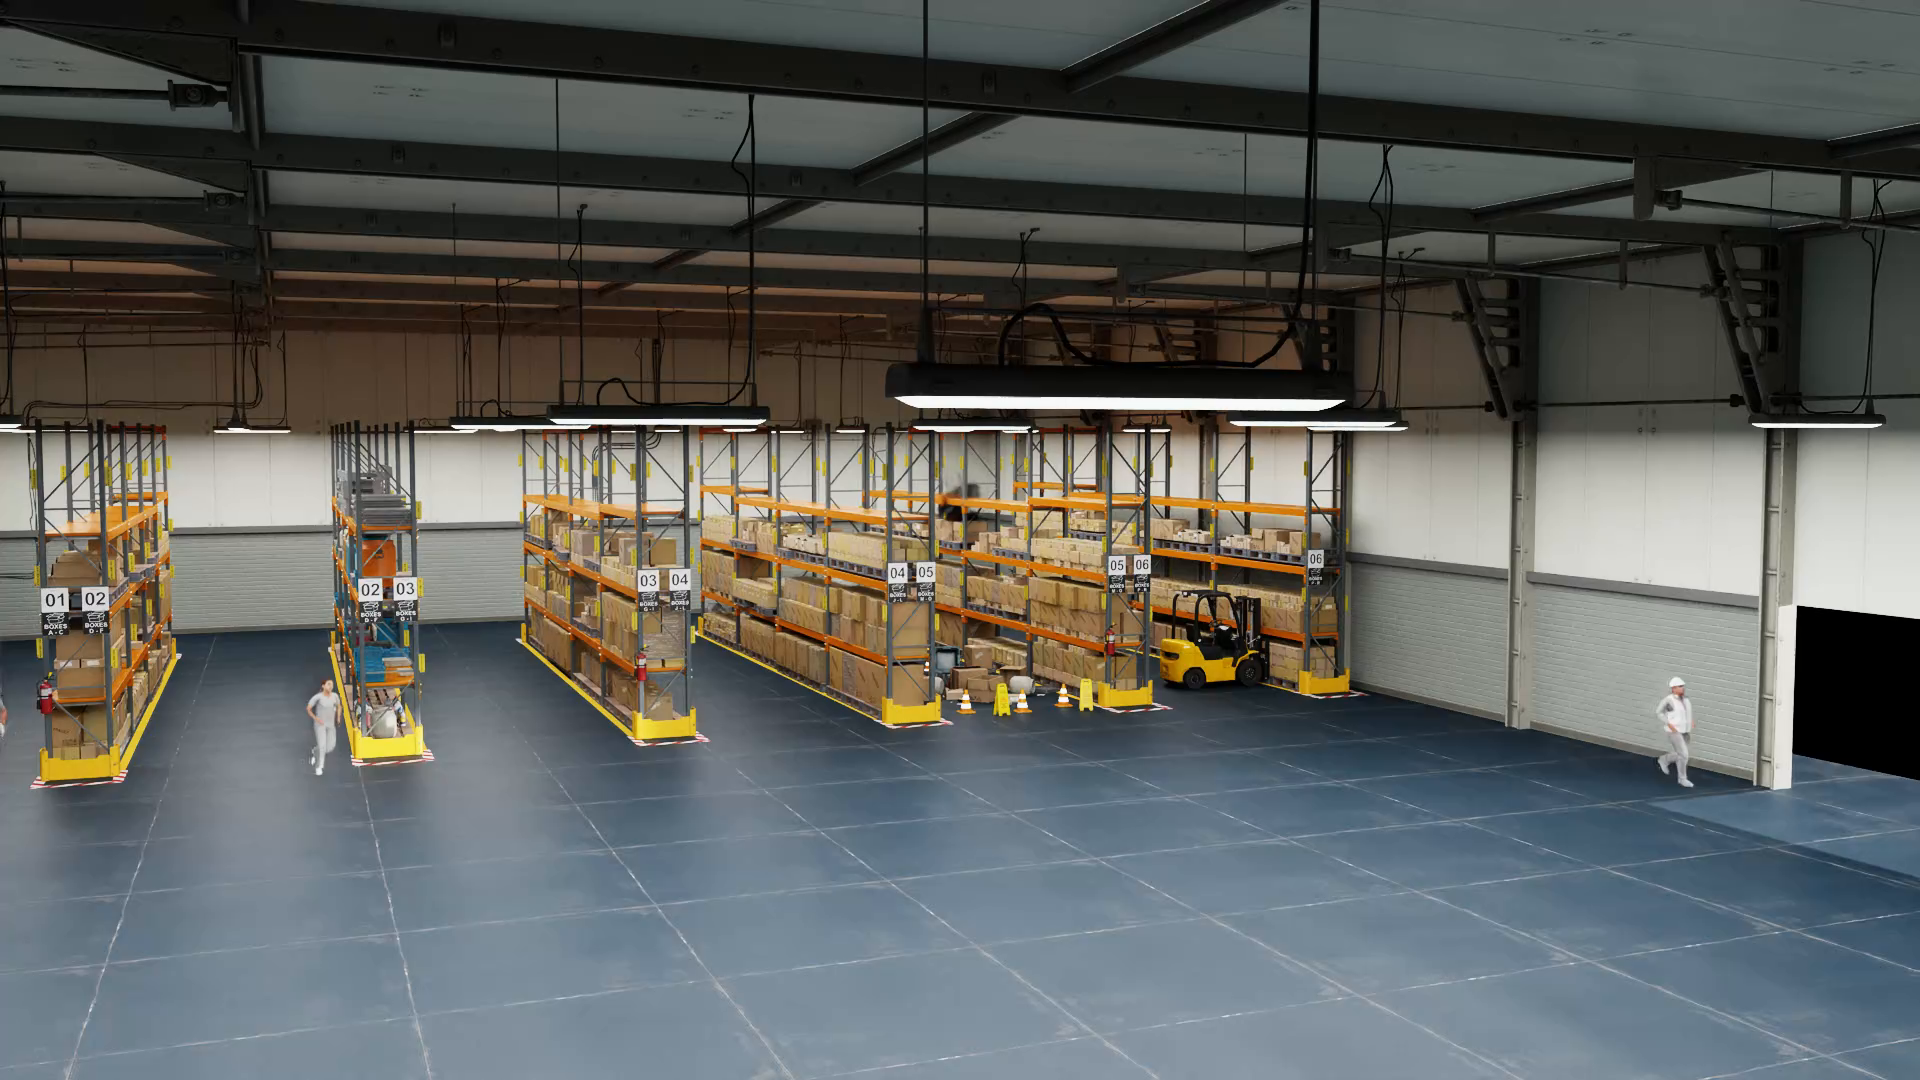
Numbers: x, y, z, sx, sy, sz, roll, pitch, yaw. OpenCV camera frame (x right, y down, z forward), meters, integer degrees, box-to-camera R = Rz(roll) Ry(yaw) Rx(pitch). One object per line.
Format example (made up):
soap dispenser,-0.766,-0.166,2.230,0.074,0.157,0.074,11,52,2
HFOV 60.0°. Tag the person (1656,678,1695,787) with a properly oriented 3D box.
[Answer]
person,11.781,3.136,27.387,0.672,1.753,0.789,-2,4,-25

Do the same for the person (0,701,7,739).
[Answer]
person,-15.886,3.166,27.033,0.697,1.772,0.759,-2,4,-29

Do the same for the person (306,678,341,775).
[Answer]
person,-10.858,3.150,28.400,0.561,1.616,0.649,3,5,42

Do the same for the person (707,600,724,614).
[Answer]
person,-7.212,1.801,49.593,0.803,1.732,0.628,-1,4,-17
